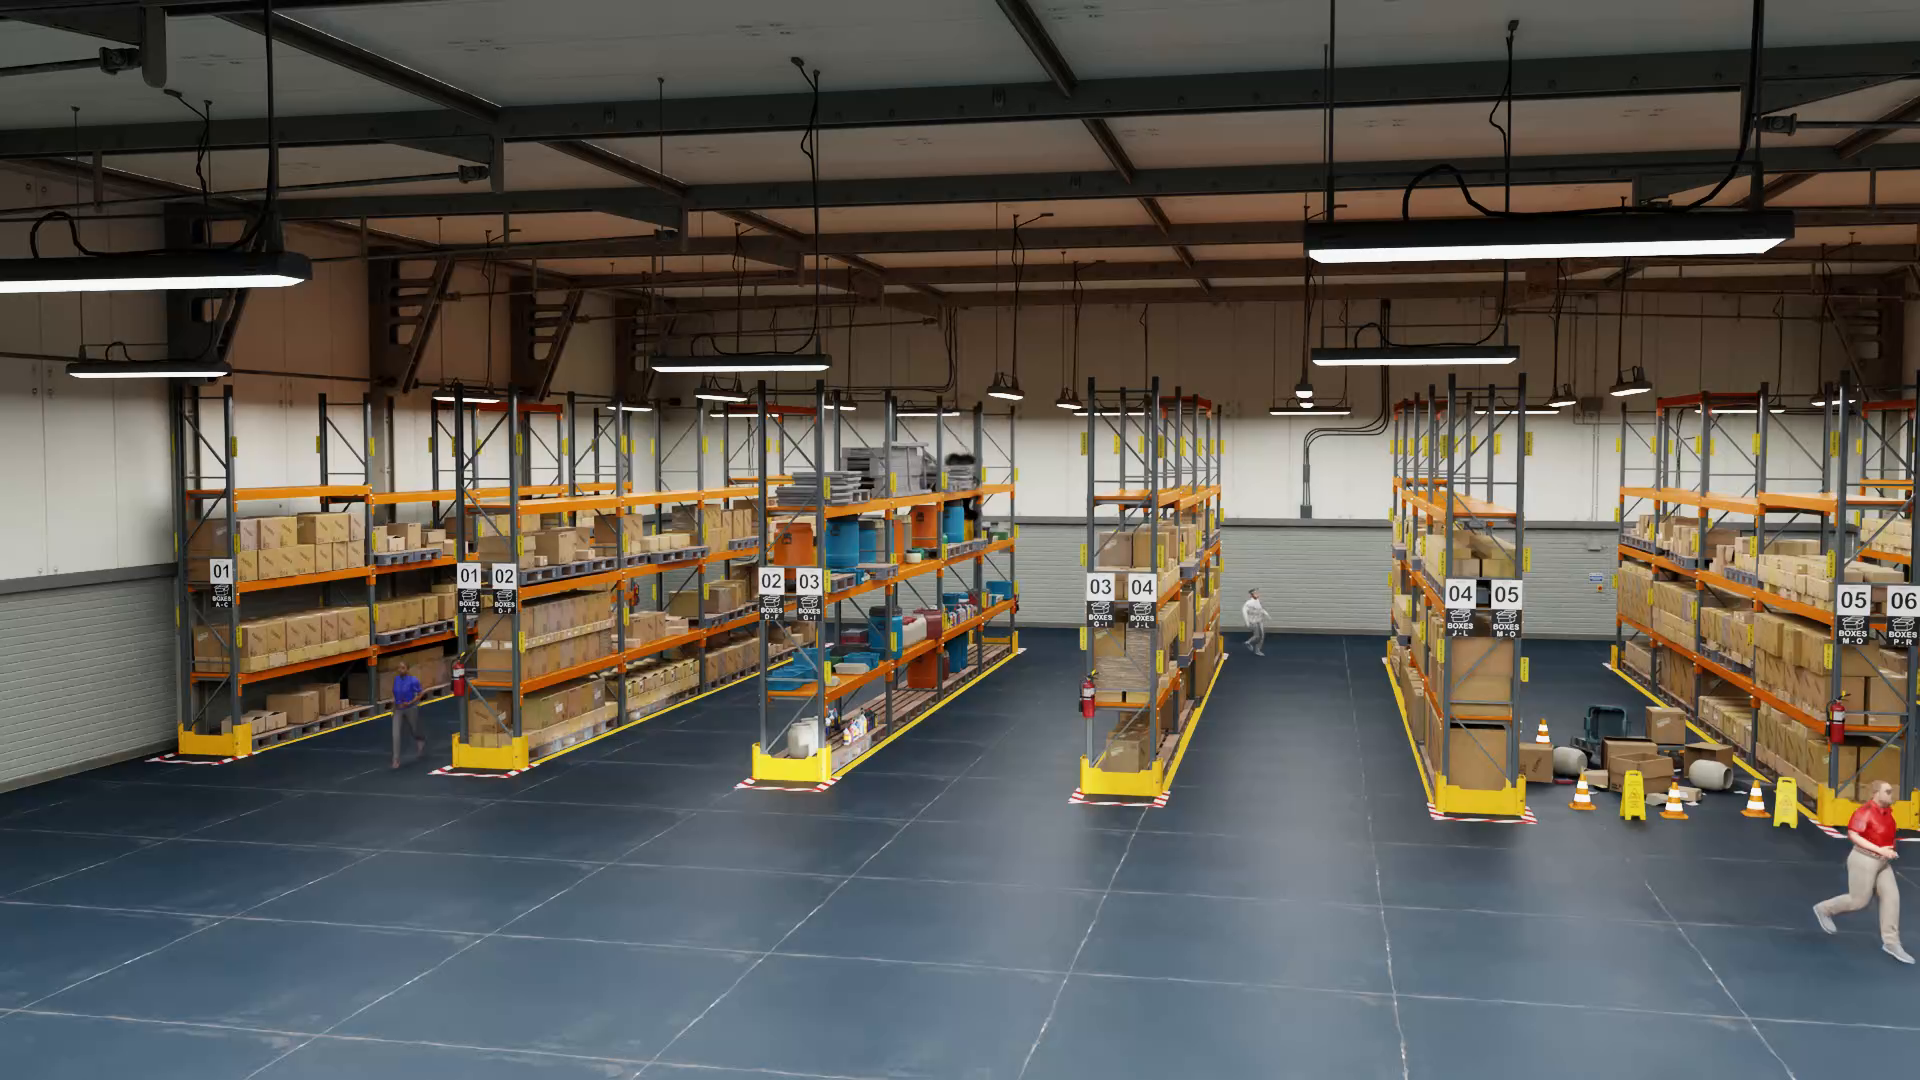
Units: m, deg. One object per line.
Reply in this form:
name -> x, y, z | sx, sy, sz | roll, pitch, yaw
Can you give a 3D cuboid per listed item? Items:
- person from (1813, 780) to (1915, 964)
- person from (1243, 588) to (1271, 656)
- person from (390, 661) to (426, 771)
person -> 9.005, 3.226, 16.500 | 0.686, 1.731, 1.011 | -2, 4, -32
person -> 7.064, 1.960, 39.878 | 0.725, 1.651, 0.522 | -3, 4, -38
person -> -8.709, 2.732, 26.239 | 0.538, 1.669, 1.090 | 0, 3, 2
